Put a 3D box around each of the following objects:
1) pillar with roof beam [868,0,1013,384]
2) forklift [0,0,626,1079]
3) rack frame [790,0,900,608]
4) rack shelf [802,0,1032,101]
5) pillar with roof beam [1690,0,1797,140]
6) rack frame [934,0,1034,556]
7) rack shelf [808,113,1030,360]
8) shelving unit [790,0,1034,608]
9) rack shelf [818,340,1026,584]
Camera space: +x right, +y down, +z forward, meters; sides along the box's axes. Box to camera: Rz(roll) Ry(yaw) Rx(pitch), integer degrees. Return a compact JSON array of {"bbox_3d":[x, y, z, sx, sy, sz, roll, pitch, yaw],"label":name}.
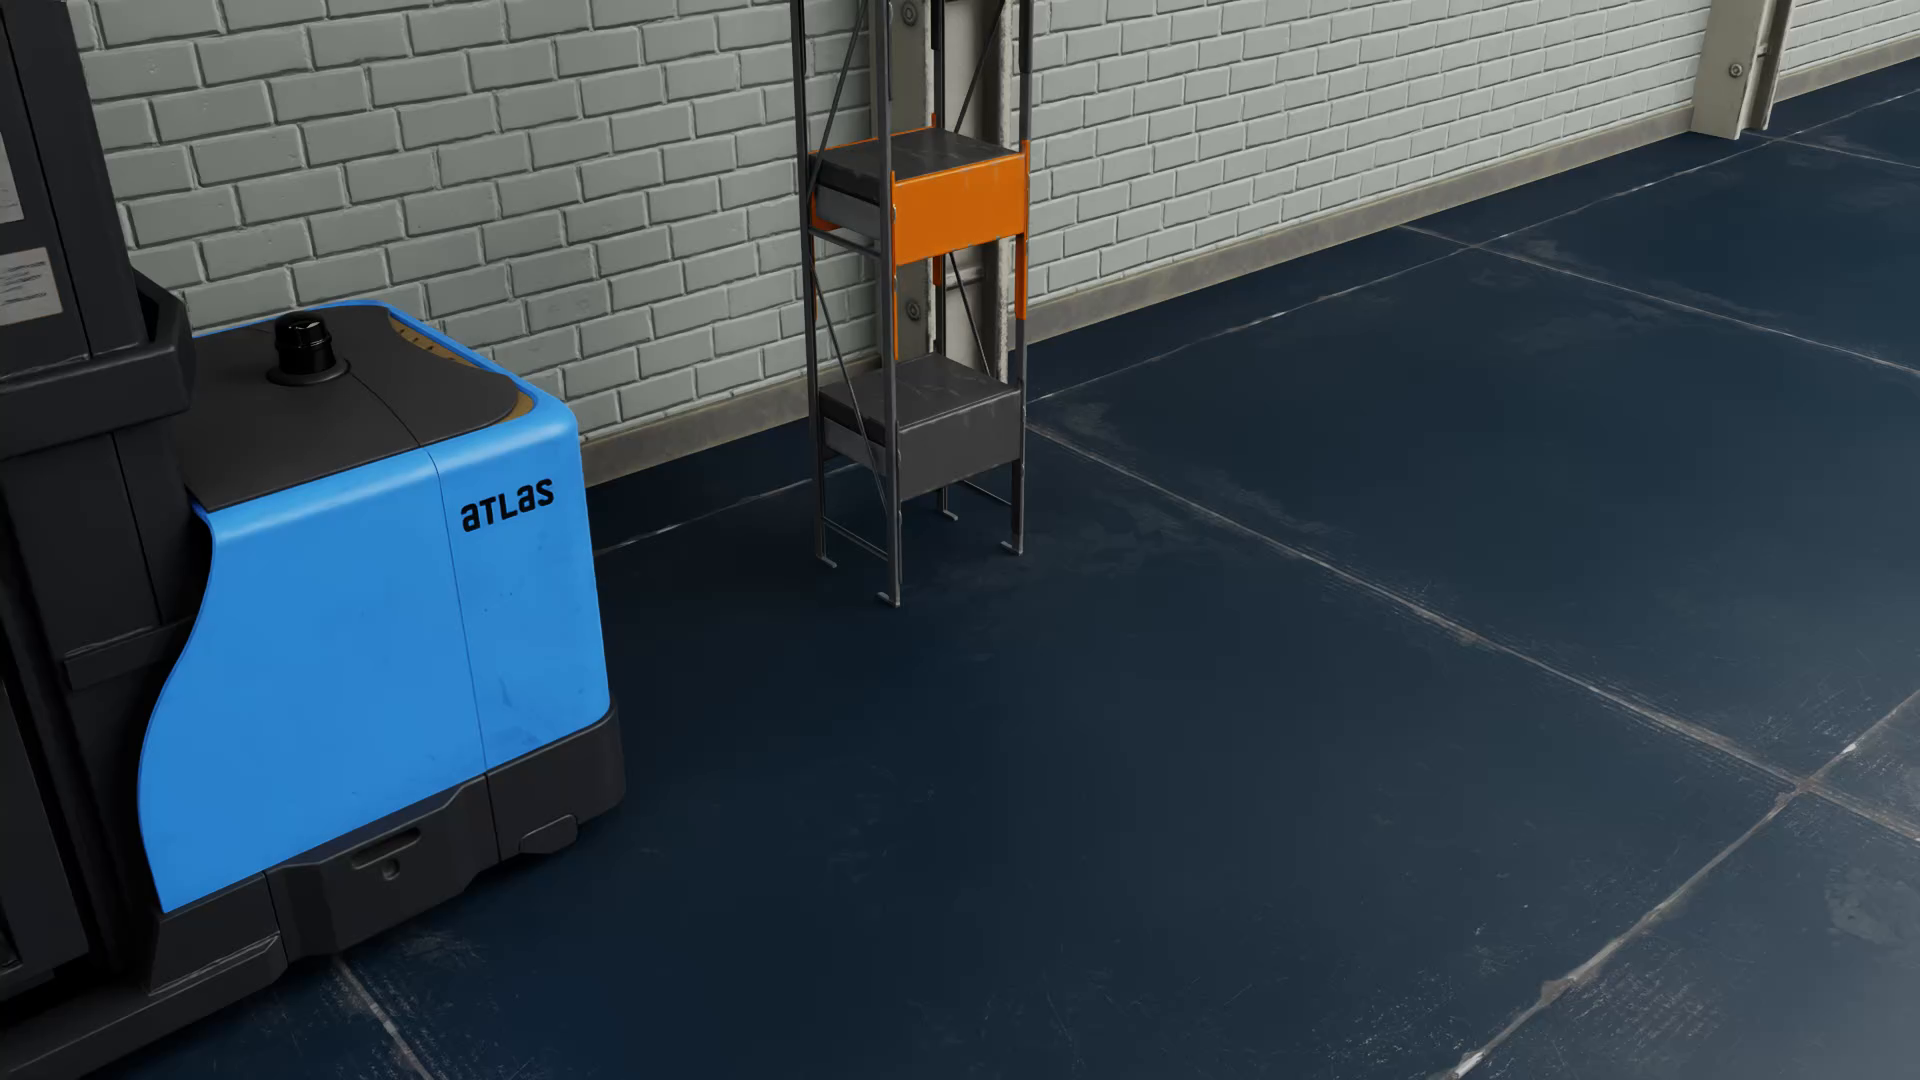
[{"bbox_3d":[2.729,-3.004,1.324,0.400,9.000,9.100,-22,35,-35],"label":"pillar with roof beam"},{"bbox_3d":[-2.225,-0.324,2.747,3.031,2.935,1.130,-23,36,-37],"label":"forklift"},{"bbox_3d":[-0.312,-0.801,4.521,0.015,2.100,0.400,-22,35,-35],"label":"rack frame"},{"bbox_3d":[-0.126,-1.481,4.337,0.480,0.518,0.431,-22,35,-35],"label":"rack shelf"},{"bbox_3d":[7.293,-4.839,4.758,0.400,9.000,9.100,-22,35,-35],"label":"pillar with roof beam"},{"bbox_3d":[0.060,-0.950,4.800,0.015,2.100,0.400,-22,35,-35],"label":"rack frame"},{"bbox_3d":[-0.126,-0.863,4.667,0.480,0.518,0.431,-22,35,-35],"label":"rack shelf"},{"bbox_3d":[-0.126,-0.875,4.660,0.503,2.100,0.431,-22,35,-35],"label":"shelving unit"},{"bbox_3d":[-0.126,-0.246,4.997,0.480,0.518,0.431,-22,35,-35],"label":"rack shelf"}]
